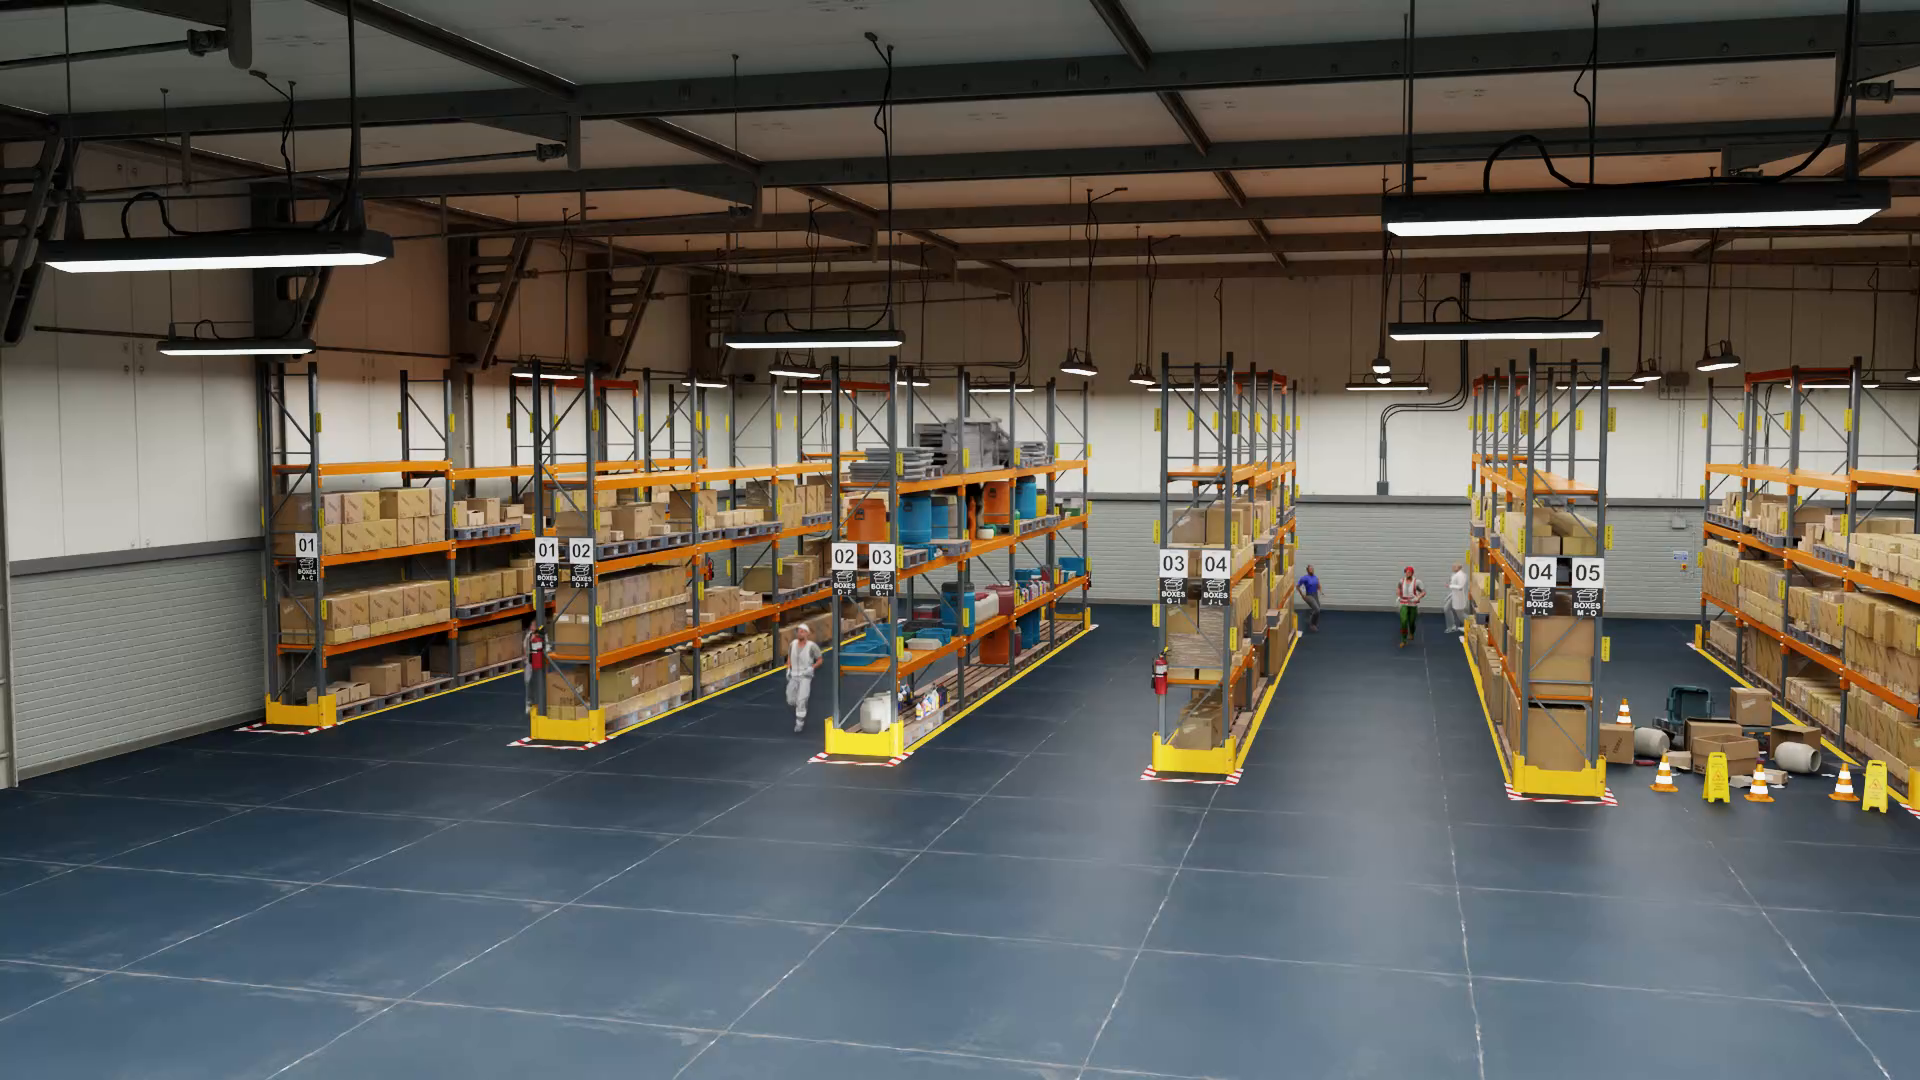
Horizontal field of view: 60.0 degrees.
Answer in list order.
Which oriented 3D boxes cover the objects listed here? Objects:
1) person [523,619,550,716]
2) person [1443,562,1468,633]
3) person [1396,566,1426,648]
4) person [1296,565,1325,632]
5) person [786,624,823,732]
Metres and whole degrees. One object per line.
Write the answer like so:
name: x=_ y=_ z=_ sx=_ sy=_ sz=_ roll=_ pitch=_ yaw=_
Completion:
person: x=-7.329 y=2.176 z=28.753 sx=0.528 sy=1.642 sz=0.767 roll=0 pitch=4 yaw=1
person: x=11.860 y=1.395 z=39.413 sx=0.766 sy=1.789 sz=0.828 roll=0 pitch=4 yaw=3
person: x=10.110 y=1.491 z=37.291 sx=0.663 sy=1.816 sz=0.867 roll=2 pitch=4 yaw=26
person: x=8.420 y=1.402 z=39.807 sx=0.635 sy=1.624 sz=0.607 roll=-3 pitch=5 yaw=-35
person: x=-2.550 y=2.232 z=27.204 sx=0.653 sy=1.732 sz=0.666 roll=2 pitch=4 yaw=23
